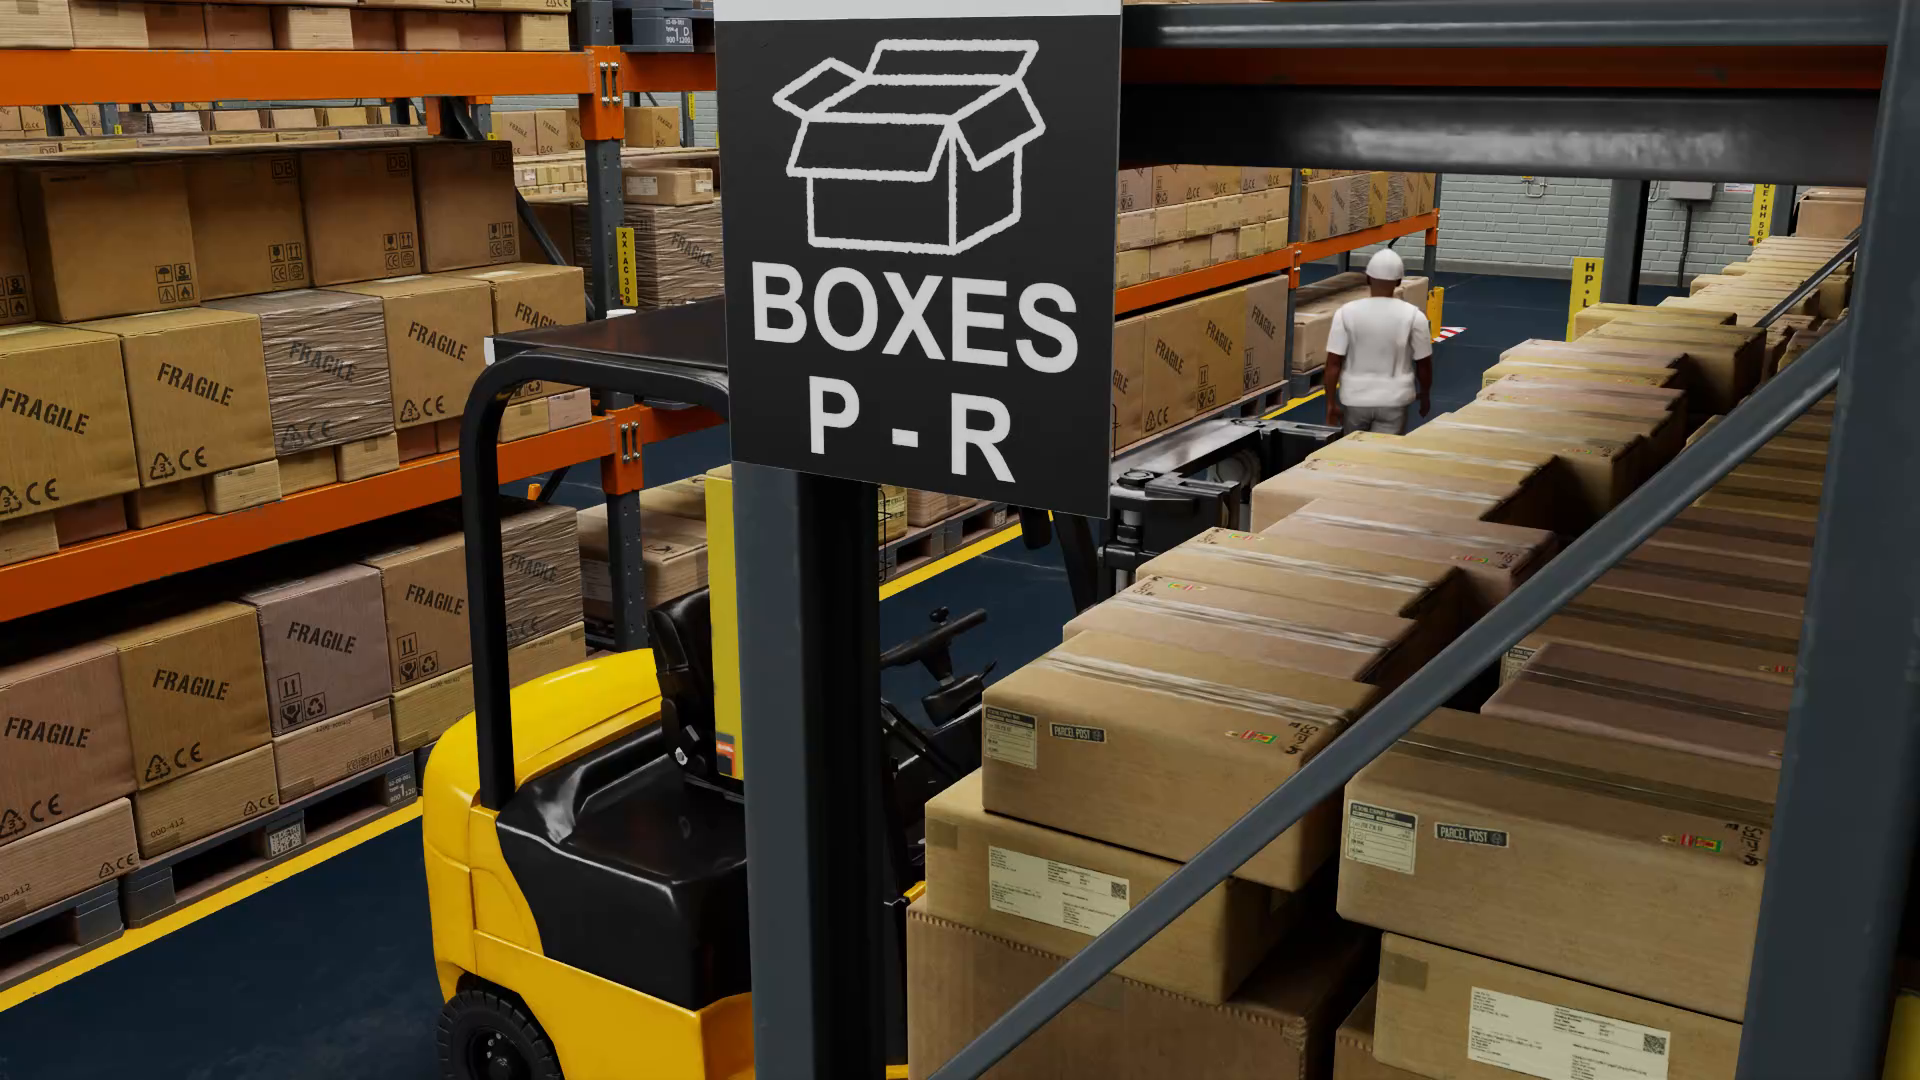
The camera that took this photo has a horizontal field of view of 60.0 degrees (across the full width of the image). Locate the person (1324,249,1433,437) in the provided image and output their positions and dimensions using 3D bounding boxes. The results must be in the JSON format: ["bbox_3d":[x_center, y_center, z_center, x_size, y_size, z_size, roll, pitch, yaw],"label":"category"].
[{"bbox_3d":[2.434,-0.821,9.602,0.567,1.726,0.920,8,18,25],"label":"person"}]
